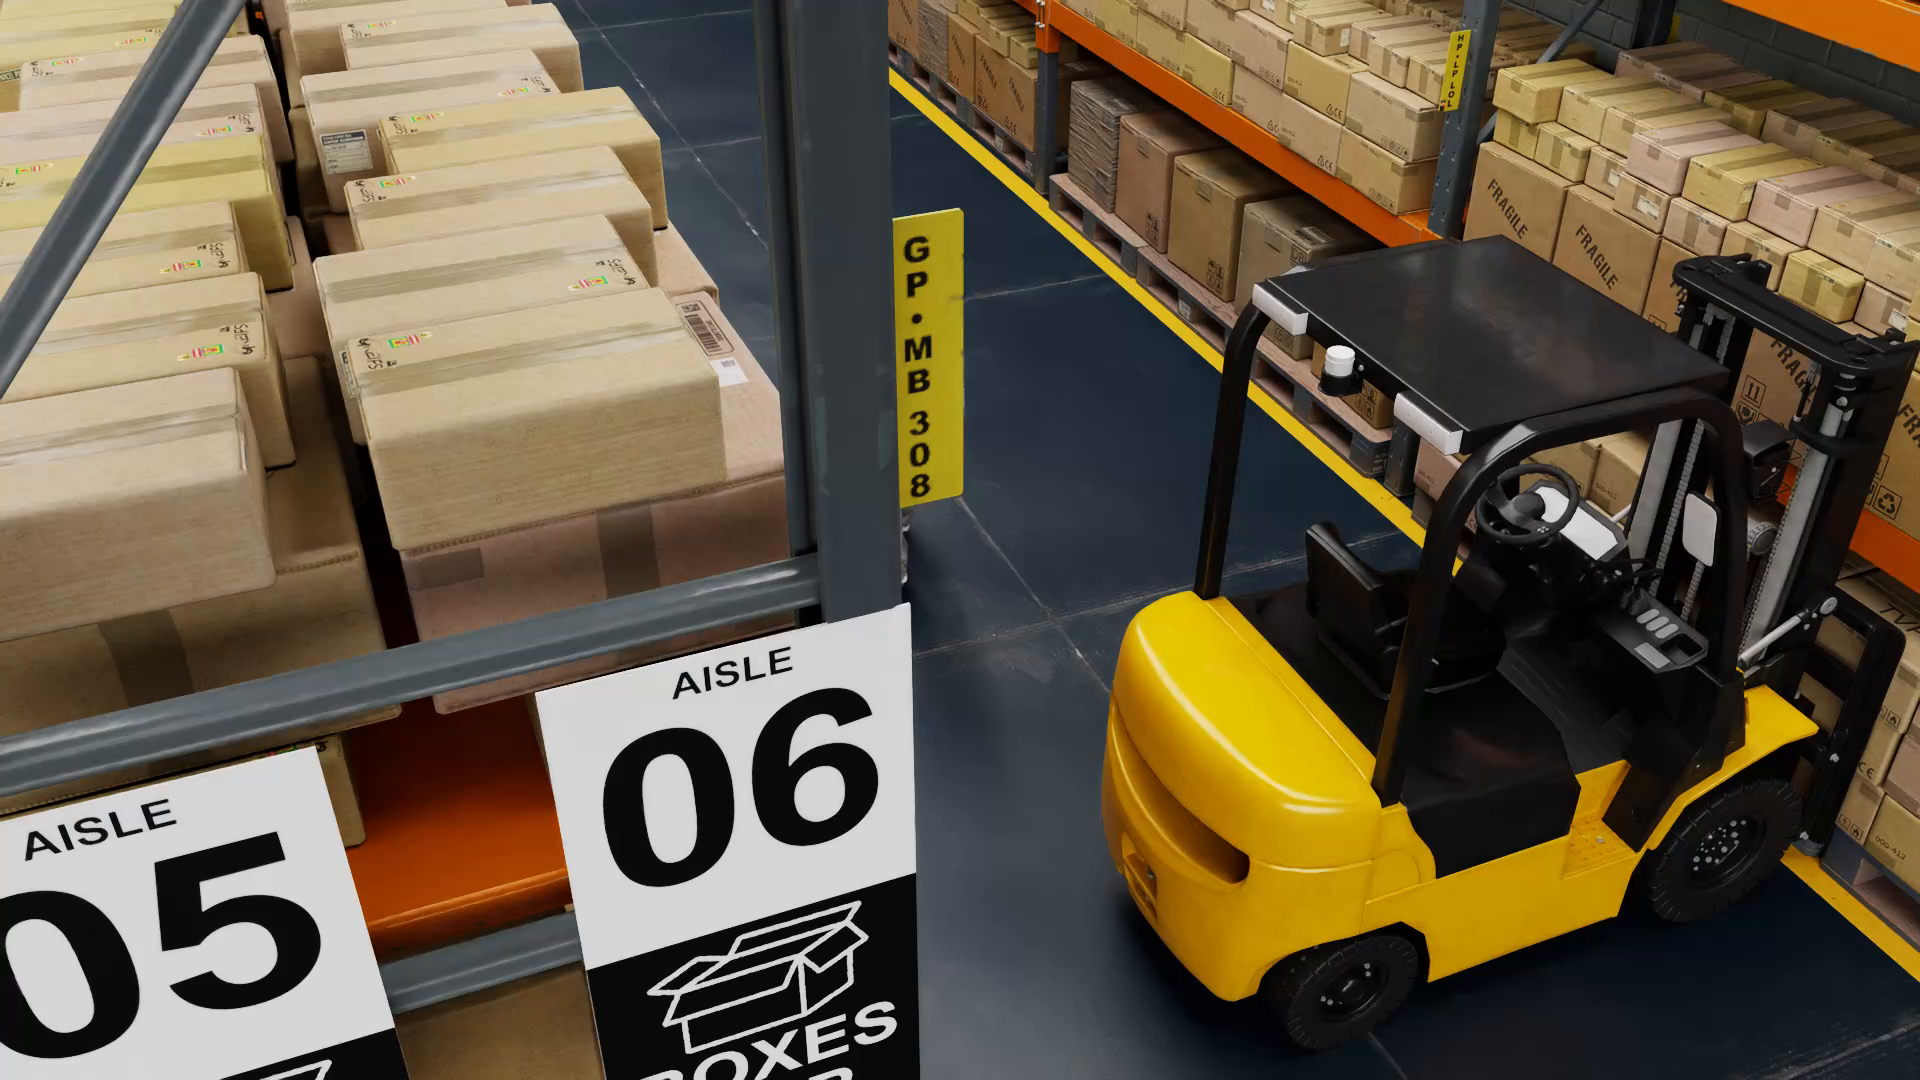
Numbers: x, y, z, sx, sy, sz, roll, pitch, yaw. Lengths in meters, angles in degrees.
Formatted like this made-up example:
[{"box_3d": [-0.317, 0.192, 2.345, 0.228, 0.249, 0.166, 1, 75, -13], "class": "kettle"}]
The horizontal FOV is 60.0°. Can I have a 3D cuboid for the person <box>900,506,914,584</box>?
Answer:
[{"box_3d": [-0.316, -0.619, 7.061, 0.430, 1.588, 0.685, -10, 35, -15], "class": "person"}]
